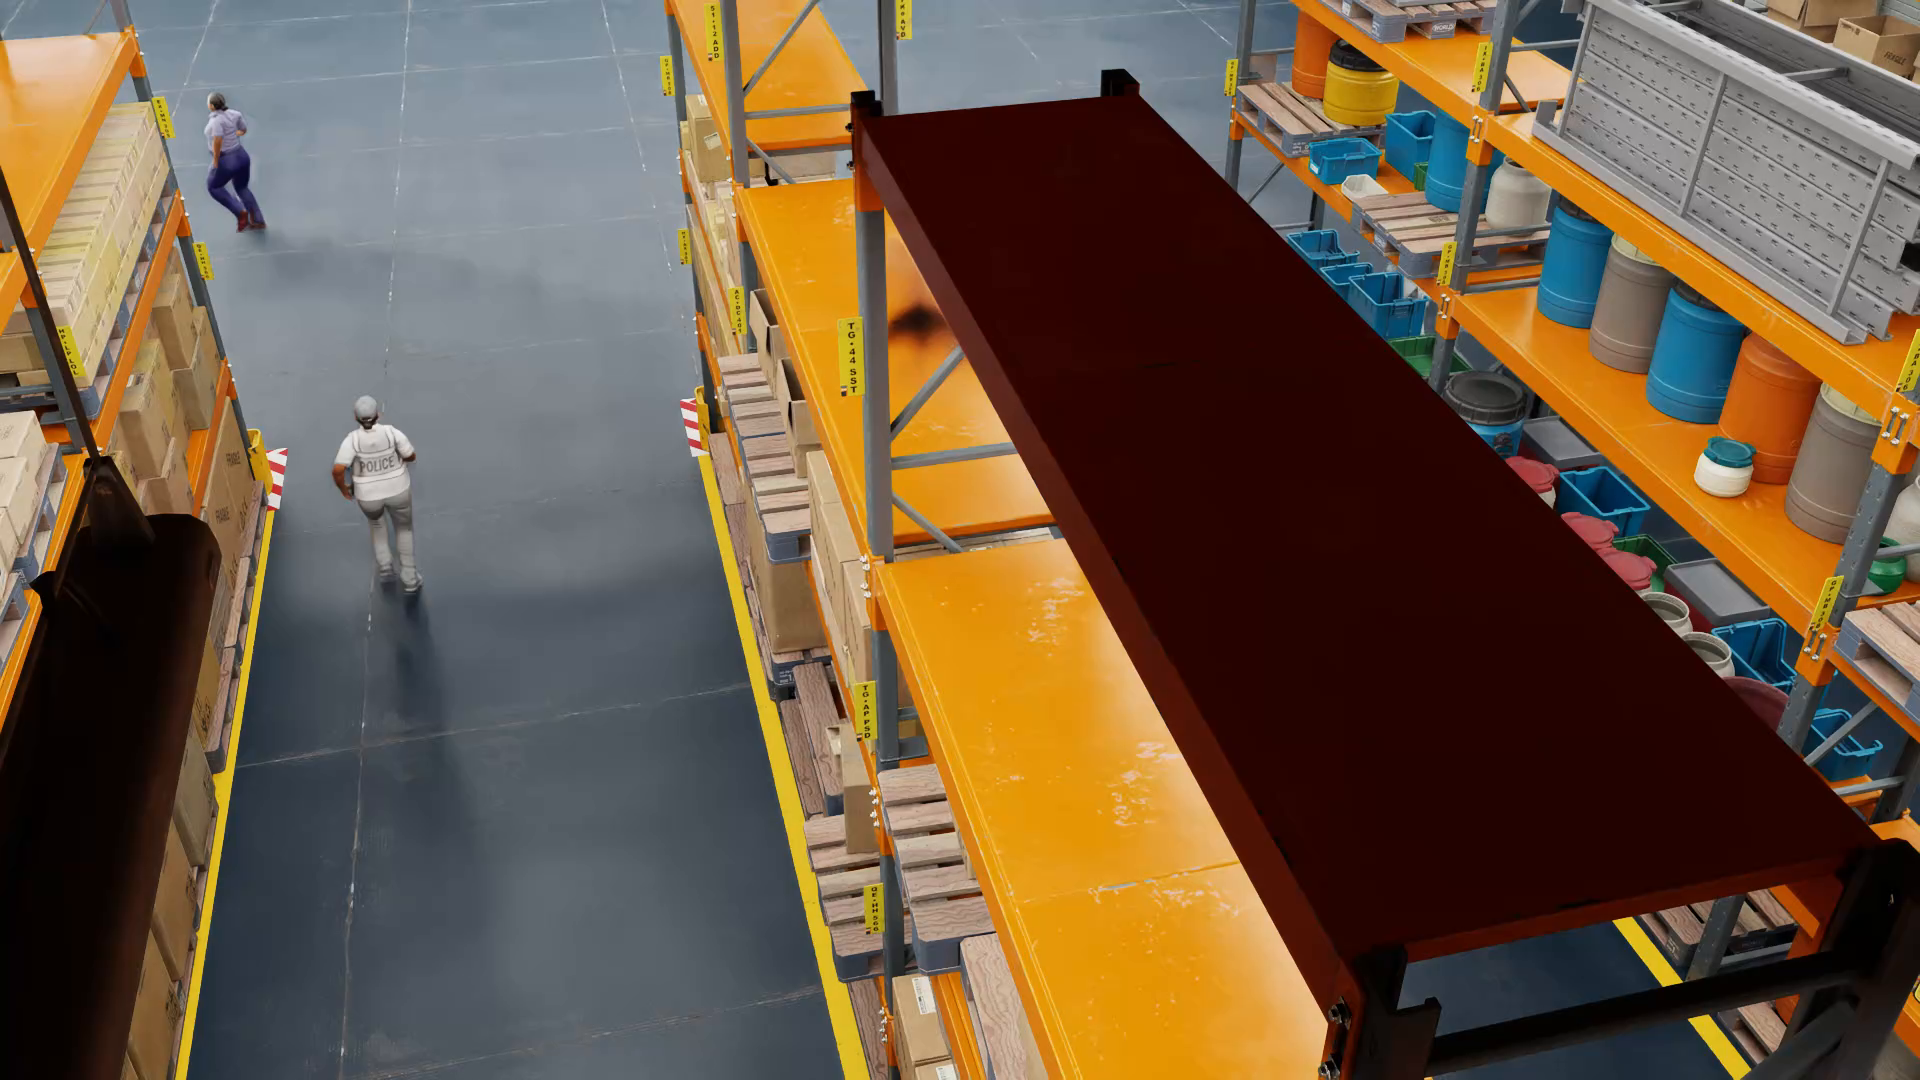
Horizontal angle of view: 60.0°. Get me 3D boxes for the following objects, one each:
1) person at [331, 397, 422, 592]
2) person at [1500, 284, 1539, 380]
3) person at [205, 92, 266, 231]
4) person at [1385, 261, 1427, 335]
[{"bbox_3d":[-4.572,-0.346,13.172,0.617,1.731,0.717,-10,36,-14],"label":"person"},{"bbox_3d":[5.366,-2.067,15.596,0.727,1.747,0.827,-19,39,-25],"label":"person"},{"bbox_3d":[-8.336,-4.306,18.943,0.570,1.607,0.661,12,36,17],"label":"person"},{"bbox_3d":[4.339,-2.521,16.239,0.725,1.842,0.797,-17,38,-23],"label":"person"}]
